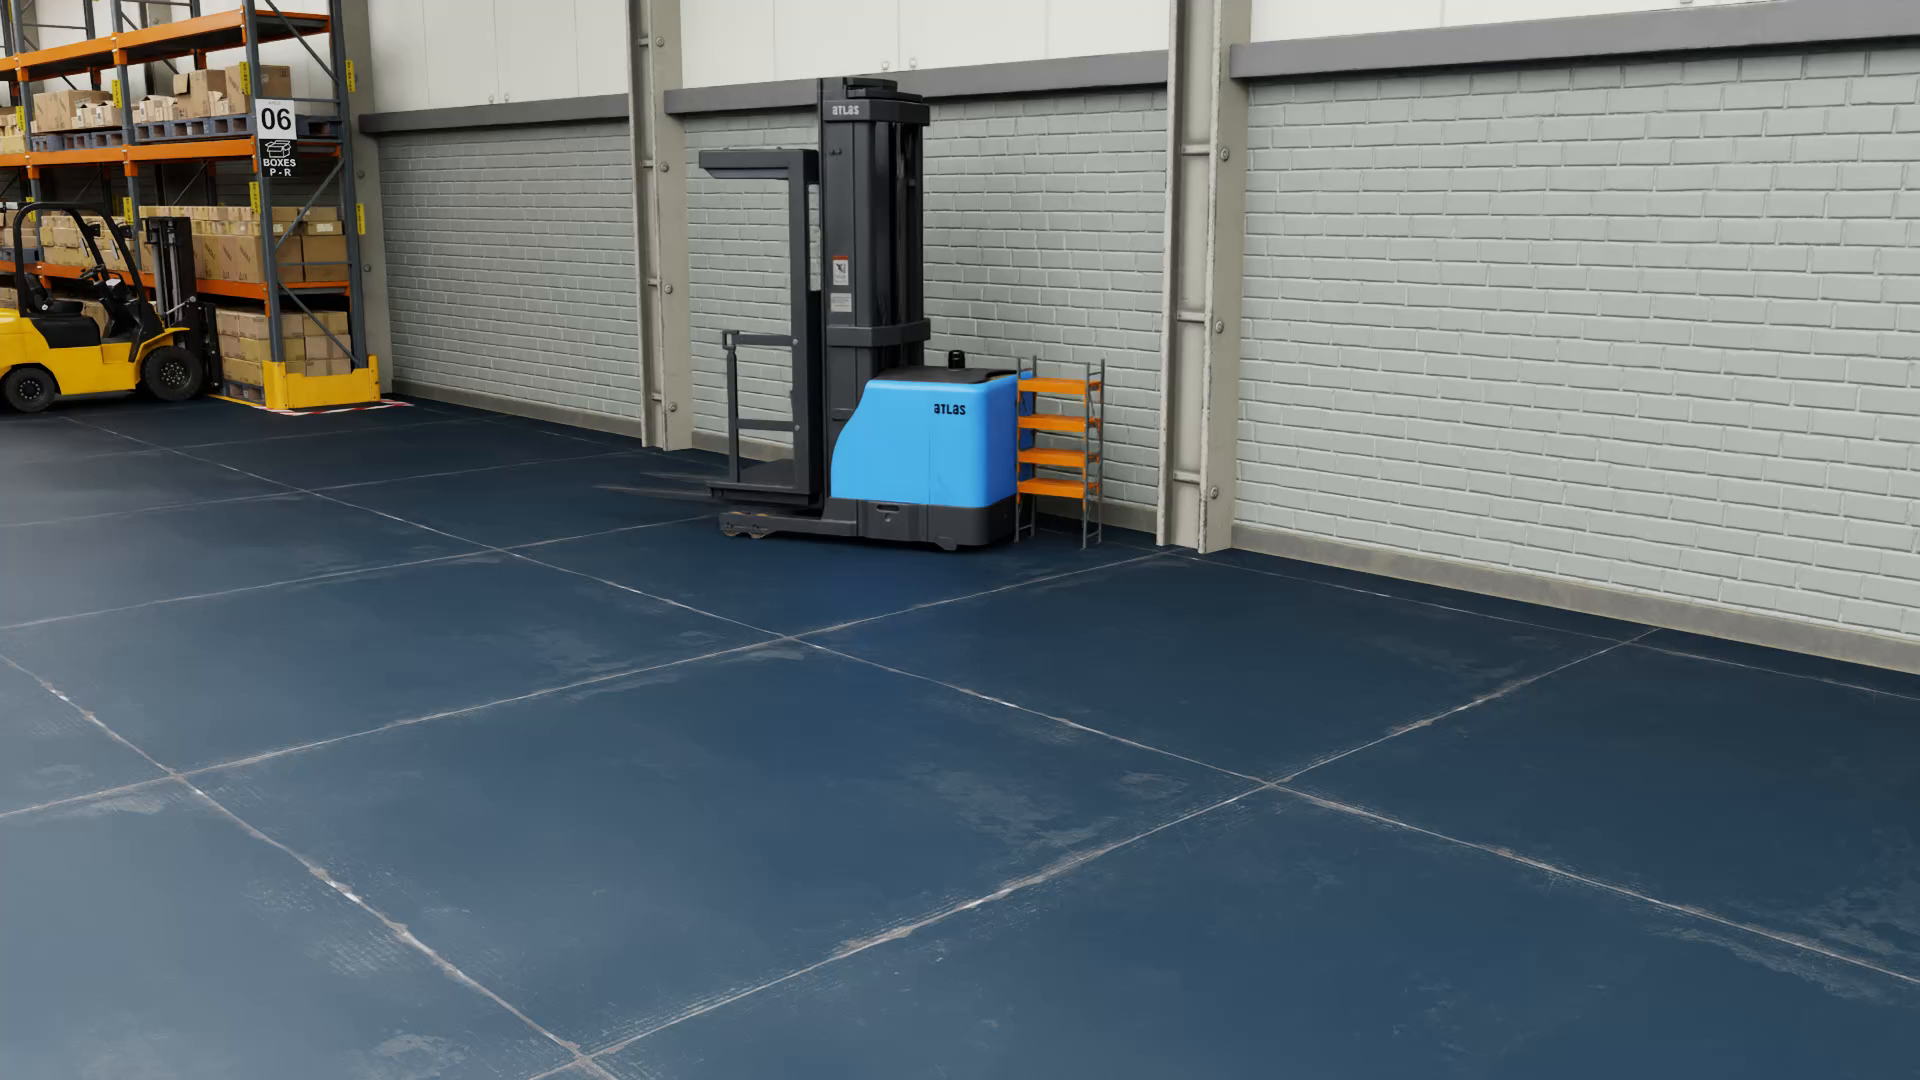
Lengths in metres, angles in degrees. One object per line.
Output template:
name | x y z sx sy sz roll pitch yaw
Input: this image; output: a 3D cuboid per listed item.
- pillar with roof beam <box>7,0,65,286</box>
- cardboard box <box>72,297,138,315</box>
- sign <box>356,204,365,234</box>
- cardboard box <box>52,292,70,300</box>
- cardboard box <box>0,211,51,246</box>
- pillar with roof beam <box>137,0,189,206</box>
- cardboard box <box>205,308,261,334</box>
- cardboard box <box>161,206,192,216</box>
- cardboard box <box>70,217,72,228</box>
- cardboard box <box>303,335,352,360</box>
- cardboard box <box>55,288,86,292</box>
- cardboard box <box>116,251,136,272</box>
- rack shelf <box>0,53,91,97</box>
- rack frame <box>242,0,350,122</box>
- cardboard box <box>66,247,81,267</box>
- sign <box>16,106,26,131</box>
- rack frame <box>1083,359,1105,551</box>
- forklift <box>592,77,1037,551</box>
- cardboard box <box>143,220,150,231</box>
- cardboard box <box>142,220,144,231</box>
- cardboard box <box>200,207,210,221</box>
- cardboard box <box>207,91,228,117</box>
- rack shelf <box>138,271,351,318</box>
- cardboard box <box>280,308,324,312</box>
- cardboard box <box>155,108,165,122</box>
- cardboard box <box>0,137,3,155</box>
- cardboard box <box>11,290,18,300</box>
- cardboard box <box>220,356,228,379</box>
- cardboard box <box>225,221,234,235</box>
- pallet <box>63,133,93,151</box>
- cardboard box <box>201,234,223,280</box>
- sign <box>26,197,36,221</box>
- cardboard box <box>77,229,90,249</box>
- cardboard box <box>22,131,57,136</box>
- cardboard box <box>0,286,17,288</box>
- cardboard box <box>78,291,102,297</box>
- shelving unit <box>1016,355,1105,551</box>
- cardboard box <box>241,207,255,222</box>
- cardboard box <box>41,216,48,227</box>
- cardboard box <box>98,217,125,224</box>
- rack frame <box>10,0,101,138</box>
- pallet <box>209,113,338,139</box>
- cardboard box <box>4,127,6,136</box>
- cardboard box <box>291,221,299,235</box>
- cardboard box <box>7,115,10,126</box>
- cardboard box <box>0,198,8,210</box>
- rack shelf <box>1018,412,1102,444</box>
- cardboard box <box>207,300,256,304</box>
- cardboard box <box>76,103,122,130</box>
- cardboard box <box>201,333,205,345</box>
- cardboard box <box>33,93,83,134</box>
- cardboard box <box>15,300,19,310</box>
pillar with roof beam | -18.172 -7.274 23.917 9.100 9.000 0.400 -11 16 -43
cardboard box | -11.589 -2.980 22.787 0.875 0.625 0.625 -10 15 -41
sign | -6.537 -3.496 18.107 0.100 0.325 0.005 -11 16 -43
cardboard box | -12.991 -3.461 23.821 0.250 0.149 0.380 11 16 42
cardboard box | -13.728 -4.593 24.477 0.637 0.503 0.797 11 16 44
pillar with roof beam | -14.028 -6.398 19.667 9.100 9.000 0.400 -11 16 -43
cardboard box | -8.198 -2.476 18.789 0.500 0.250 0.500 -11 16 -42
cardboard box | -9.167 -3.852 19.582 0.380 0.149 0.250 -10 16 -41
cardboard box | -11.694 -4.262 22.310 0.380 0.149 0.250 -11 16 -42
cardboard box | -7.117 -2.159 18.489 0.500 0.250 0.500 -11 16 -42
cardboard box | -13.331 -3.695 24.959 0.380 0.149 0.250 -11 16 -44
cardboard box | -10.242 -3.505 20.860 0.500 0.250 0.500 -10 16 -41
rack shelf | -13.848 -6.807 24.423 1.077 0.370 4.000 -11 16 -43
rack frame | -6.942 -5.895 17.226 1.000 3.000 0.127 -11 16 -43
cardboard box | -11.633 -3.804 22.314 0.500 0.250 0.500 11 16 43
sign | -12.861 -5.772 22.778 0.100 0.325 0.005 -11 16 -43
rack frame | 0.852 -0.542 10.568 0.015 1.200 0.240 7 13 29
forklift | -1.051 -1.537 11.107 3.031 2.935 1.130 5 13 22
cardboard box | -9.675 -3.824 20.186 0.380 0.149 0.250 -11 16 -43
cardboard box | -10.101 -3.927 20.681 0.380 0.149 0.250 -10 15 -41
cardboard box | -8.296 -3.665 18.673 0.380 0.149 0.250 -10 16 -41
cardboard box | -7.909 -4.731 18.051 0.396 0.266 0.258 -11 16 -42
rack shelf | -8.323 -2.897 19.321 1.077 0.370 4.000 -11 16 -43
cardboard box | -7.485 -2.475 18.785 0.500 0.250 0.500 -11 16 -42
cardboard box | -9.084 -4.922 19.267 0.380 0.149 0.250 -10 15 -41
cardboard box | -13.690 -5.708 24.120 0.500 0.250 0.500 -11 16 -43
cardboard box | -13.887 -3.658 24.780 0.250 0.149 0.380 11 16 42
cardboard box | -8.171 -1.989 18.905 0.500 0.250 0.500 -11 16 -42
cardboard box | -7.880 -3.453 18.381 0.380 0.149 0.250 -11 16 -43
pallet | -11.159 -5.252 22.004 1.003 0.211 1.213 -10 15 -40
cardboard box | -8.178 -3.193 18.729 0.500 0.500 0.500 -11 16 -44
sign | -12.853 -4.576 23.016 0.100 0.325 0.005 -11 16 -43
cardboard box | -11.273 -3.974 21.900 0.500 0.250 0.500 -11 16 -42
cardboard box | -12.886 -5.734 23.259 0.380 0.149 0.250 -10 16 -41
cardboard box | -14.542 -3.815 25.539 0.380 0.149 0.250 -11 16 -44
cardboard box | -12.602 -3.543 24.223 0.380 0.149 0.250 -10 15 -40
shelving unit | 0.640 -0.566 10.687 0.503 1.200 0.258 7 13 29
cardboard box | -7.535 -3.524 17.991 0.380 0.149 0.250 -11 16 -42
cardboard box | -12.460 -4.404 22.998 0.380 0.149 0.250 -10 15 -41
cardboard box | -10.836 -4.072 21.385 0.250 0.149 0.380 11 16 44
rack frame | -12.467 -7.063 22.893 1.000 3.000 0.127 -11 16 -43
pallet | -7.412 -4.490 18.056 1.003 0.211 1.213 -11 16 -43
cardboard box | -13.553 -5.890 24.016 0.380 0.149 0.250 -11 16 -42
cardboard box | -7.205 -3.437 18.303 0.380 0.149 0.250 -11 16 -43
cardboard box | -13.389 -5.998 23.805 0.380 0.149 0.250 -11 16 -43
cardboard box | -16.065 -5.402 27.476 0.500 0.500 0.500 11 16 44
rack shelf | 0.640 -0.720 10.656 0.480 0.148 0.258 7 13 29
cardboard box | -8.864 -2.773 20.232 0.500 0.250 0.500 -11 16 -43
cardboard box | -10.911 -5.405 21.210 0.500 0.311 0.500 11 16 43
cardboard box | -8.558 -2.309 19.220 0.500 0.250 0.500 -11 16 -43
cardboard box | -12.143 -5.758 22.455 0.500 0.500 0.500 -11 16 -42
cardboard box | -13.616 -3.288 24.593 0.500 0.500 0.500 -10 15 -40
